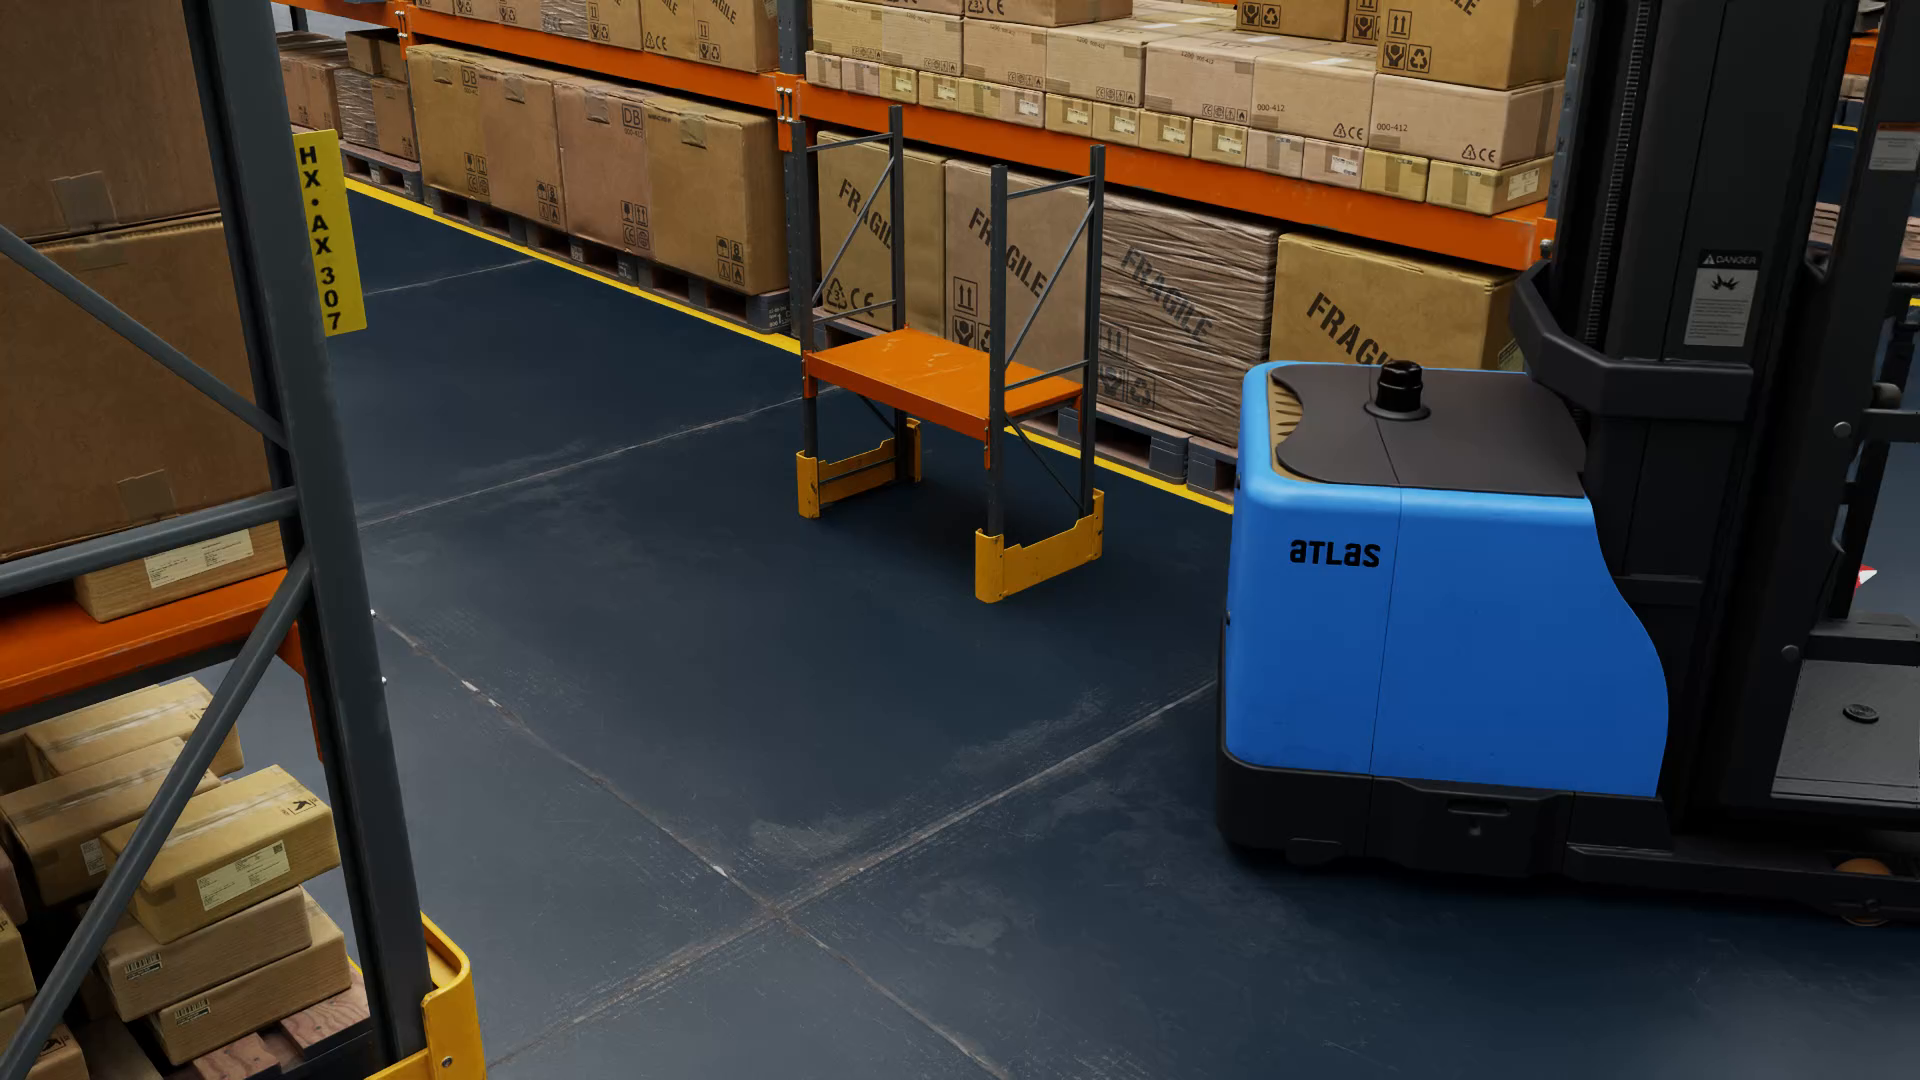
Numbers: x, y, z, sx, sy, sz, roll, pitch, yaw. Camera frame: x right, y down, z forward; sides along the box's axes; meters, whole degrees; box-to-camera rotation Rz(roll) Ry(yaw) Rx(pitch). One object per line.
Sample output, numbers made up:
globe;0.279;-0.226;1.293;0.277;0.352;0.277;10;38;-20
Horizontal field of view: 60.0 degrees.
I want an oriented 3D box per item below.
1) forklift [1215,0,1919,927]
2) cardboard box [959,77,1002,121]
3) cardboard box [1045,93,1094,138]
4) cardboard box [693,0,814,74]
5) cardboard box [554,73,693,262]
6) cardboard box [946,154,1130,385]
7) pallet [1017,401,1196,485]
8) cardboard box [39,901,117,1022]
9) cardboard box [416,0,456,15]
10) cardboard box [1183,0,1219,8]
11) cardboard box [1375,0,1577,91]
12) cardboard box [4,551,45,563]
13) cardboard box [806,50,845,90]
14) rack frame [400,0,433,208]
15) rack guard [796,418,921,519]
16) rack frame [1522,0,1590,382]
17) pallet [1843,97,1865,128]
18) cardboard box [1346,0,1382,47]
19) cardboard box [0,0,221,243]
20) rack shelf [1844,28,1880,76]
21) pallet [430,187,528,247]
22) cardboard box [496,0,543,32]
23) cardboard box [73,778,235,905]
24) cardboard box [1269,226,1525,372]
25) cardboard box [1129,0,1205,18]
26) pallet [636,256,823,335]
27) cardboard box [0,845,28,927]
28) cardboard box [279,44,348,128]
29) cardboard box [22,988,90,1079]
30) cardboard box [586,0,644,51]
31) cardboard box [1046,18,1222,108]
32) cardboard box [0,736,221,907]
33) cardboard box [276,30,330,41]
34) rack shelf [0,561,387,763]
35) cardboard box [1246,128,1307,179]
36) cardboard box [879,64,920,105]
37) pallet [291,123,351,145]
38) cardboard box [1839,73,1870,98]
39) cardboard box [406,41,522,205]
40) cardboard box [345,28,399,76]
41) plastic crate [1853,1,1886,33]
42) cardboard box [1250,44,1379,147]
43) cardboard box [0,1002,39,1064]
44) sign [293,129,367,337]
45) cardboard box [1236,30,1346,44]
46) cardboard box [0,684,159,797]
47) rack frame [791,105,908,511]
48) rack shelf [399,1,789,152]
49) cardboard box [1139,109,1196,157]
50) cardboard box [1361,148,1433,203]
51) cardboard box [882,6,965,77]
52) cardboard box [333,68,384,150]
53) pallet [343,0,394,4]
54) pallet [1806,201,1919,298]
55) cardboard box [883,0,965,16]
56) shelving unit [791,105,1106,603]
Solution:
forklift;2.241;-0.596;4.025;3.031;2.935;1.130;4;25;8
cardboard box;0.215;-1.912;7.130;0.380;0.149;0.250;-22;32;-39
cardboard box;0.566;-1.756;6.788;0.380;0.149;0.250;-22;33;-40
cardboard box;-0.979;-2.636;8.294;0.500;0.500;0.500;-21;32;-38
cardboard box;-1.524;-2.209;9.533;0.875;0.875;1.225;22;33;40
cardboard box;0.548;-1.255;7.442;0.875;0.875;0.875;-21;32;-38
pallet;0.840;-0.635;7.388;1.003;0.211;1.213;-21;32;-38
cardboard box;-1.779;0.862;3.674;0.380;0.149;0.250;-21;32;-39
cardboard box;-3.061;-3.559;10.317;0.500;0.500;0.500;-20;31;-37
cardboard box;2.805;-5.886;18.345;0.500;0.250;0.500;-20;31;-37
cardboard box;1.749;-1.796;5.491;0.500;0.500;0.500;-21;32;-38
cardboard box;-1.602;-0.080;3.114;0.380;0.149;0.250;-20;31;-37
cardboard box;-0.501;-2.228;7.822;0.380;0.149;0.250;-21;32;-38
rack frame;-3.194;-3.738;10.830;1.000;3.000;0.127;-21;32;-38
rack guard;-0.392;-0.288;6.579;0.587;0.250;0.087;-21;32;-38
rack frame;2.274;-1.314;5.517;1.000;3.000;0.127;-21;32;-38
pallet;8.080;-3.488;13.643;1.003;0.211;1.213;-21;32;-38
cardboard box;1.801;-2.096;6.150;0.500;0.500;0.500;-22;33;-40
cardboard box;-1.529;-0.785;2.673;0.500;0.500;0.500;-21;32;-39
rack shelf;4.522;-2.998;10.075;1.077;0.370;4.000;-21;32;-38
pallet;-2.710;-2.209;10.838;1.003;0.211;1.213;-21;32;-38
cardboard box;-2.354;-3.249;9.638;0.500;0.500;0.500;-22;32;-39
cardboard box;-1.733;0.702;3.667;0.380;0.149;0.250;-21;32;-39
cardboard box;1.778;-0.710;6.246;0.875;0.875;0.875;-21;32;-38
cardboard box;0.738;-2.223;7.332;0.500;0.250;0.500;-20;32;-37
pallet;-1.043;-1.470;9.218;1.003;0.211;1.213;-21;32;-38
cardboard box;-2.093;0.716;3.278;0.380;0.149;0.250;-20;32;-37
cardboard box;-4.829;-3.502;12.793;0.500;0.500;0.700;20;32;37
cardboard box;-1.928;1.068;3.224;0.380;0.149;0.250;-21;32;-38
cardboard box;-1.675;-2.944;8.969;0.500;0.500;0.500;-22;32;-39
cardboard box;0.695;-1.918;6.662;0.500;0.250;0.500;-21;32;-38
cardboard box;-1.802;0.593;3.548;0.380;0.149;0.250;-21;32;-38
cardboard box;-5.524;-3.821;13.493;0.500;0.500;0.700;21;32;38
rack shelf;-2.783;-0.217;3.977;1.077;0.370;4.000;-21;32;-38
cardboard box;1.270;-1.445;6.107;0.380;0.149;0.250;-21;32;-38
cardboard box;-0.141;-2.069;7.473;0.380;0.149;0.250;-20;31;-37
pallet;-4.557;-3.076;12.739;1.003;0.211;1.213;-21;32;-38
cardboard box;7.501;-3.799;13.846;0.380;0.166;0.250;-21;32;-38
cardboard box;-2.738;-2.748;10.713;0.875;0.875;1.225;22;32;39
cardboard box;-4.044;-3.494;11.874;0.500;0.250;0.500;-17;30;-33
plastic crate;5.012;-2.914;9.270;0.396;0.136;0.243;-21;32;-38
cardboard box;1.403;-1.607;5.981;0.500;0.250;0.500;-22;32;-39
cardboard box;-1.985;0.954;3.116;0.380;0.149;0.250;-22;33;-40
sign;-1.020;-0.486;2.658;0.100;0.325;0.005;-21;32;-38
cardboard box;1.442;-1.912;6.650;0.500;0.250;0.500;23;33;40
cardboard box;-2.111;0.429;3.909;0.250;0.149;0.380;22;32;39
rack frame;-0.406;-0.862;6.333;0.500;1.500;0.032;-21;32;-38
rack shelf;-1.827;-2.805;9.651;1.077;0.370;4.000;-21;32;-38
cardboard box;0.913;-1.602;6.450;0.380;0.149;0.250;-21;32;-38
cardboard box;1.611;-1.293;5.773;0.380;0.149;0.250;-21;32;-38
cardboard box;0.006;-2.225;7.335;0.500;0.250;0.500;-21;32;-39
cardboard box;-4.055;-3.163;12.050;0.500;0.500;0.700;21;32;38
pallet;-3.759;-3.837;11.277;1.213;0.211;1.003;-21;32;-38
pallet;5.354;-1.712;9.748;1.003;0.211;1.213;-21;32;-38
cardboard box;0.011;-2.565;7.178;0.500;0.500;0.500;-21;32;-38
shelving unit;-0.052;-0.705;5.989;0.587;1.500;1.083;-21;32;-38
